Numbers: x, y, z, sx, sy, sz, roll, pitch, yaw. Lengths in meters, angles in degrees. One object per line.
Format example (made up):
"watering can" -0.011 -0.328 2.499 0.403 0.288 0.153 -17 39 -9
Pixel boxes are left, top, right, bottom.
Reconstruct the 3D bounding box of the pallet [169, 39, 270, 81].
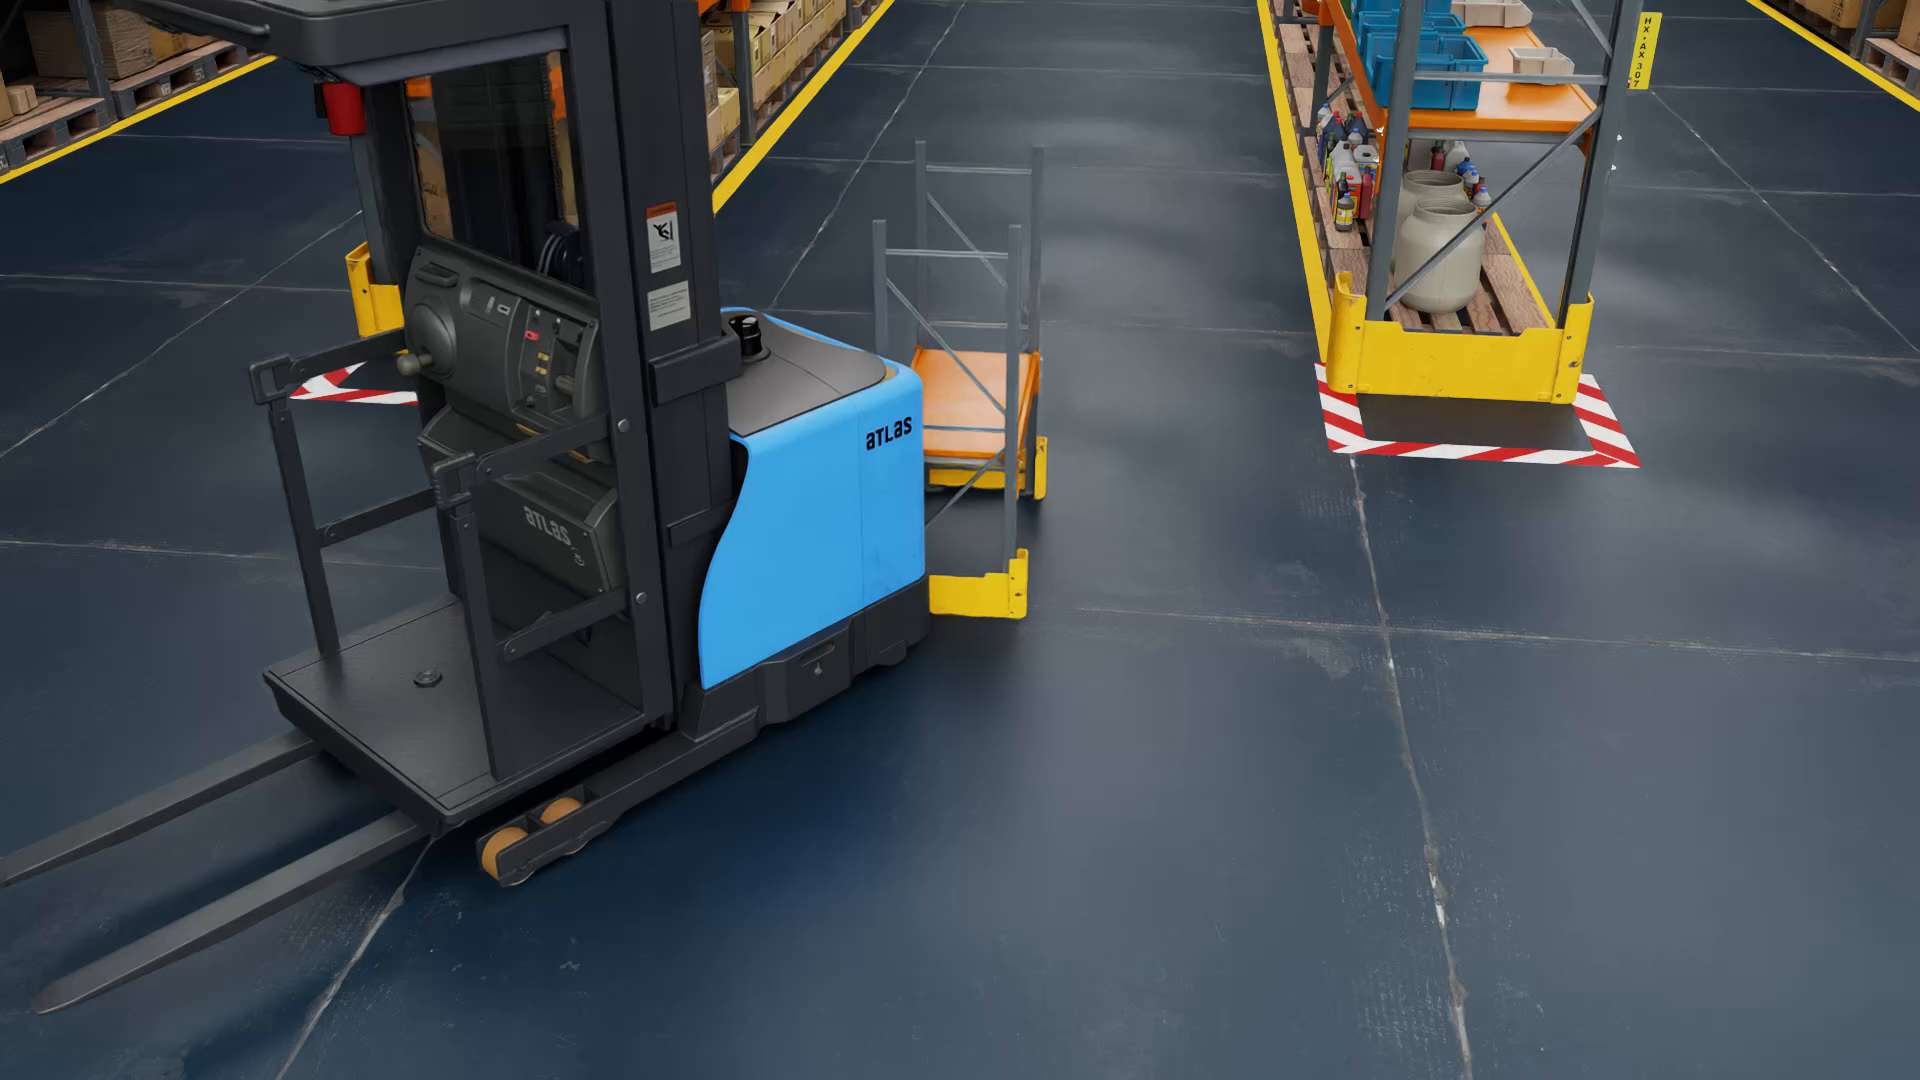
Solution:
"pallet" -6.668 -4.219 14.358 1.003 0.211 1.213 3 28 6

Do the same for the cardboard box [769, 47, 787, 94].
"cardboard box" -1.633 -3.608 12.741 0.500 0.250 0.500 4 29 7

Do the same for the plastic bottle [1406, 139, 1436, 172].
"plastic bottle" 2.957 -2.509 10.653 0.152 0.276 0.135 3 28 6

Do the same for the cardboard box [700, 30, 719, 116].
"cardboard box" -1.905 -3.057 10.926 0.500 0.500 0.500 3 28 6

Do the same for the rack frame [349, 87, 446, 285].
"rack frame" -2.482 -2.335 7.921 1.000 3.000 0.127 3 28 6

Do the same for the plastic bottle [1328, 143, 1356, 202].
"plastic bottle" 2.315 -2.223 10.043 0.144 0.351 0.185 5 29 8

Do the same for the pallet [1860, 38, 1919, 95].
"pallet" 8.232 -3.928 13.818 1.003 0.211 1.213 3 28 6

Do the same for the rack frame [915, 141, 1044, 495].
"rack frame" 0.074 -0.873 6.790 0.500 1.500 0.032 3 28 6

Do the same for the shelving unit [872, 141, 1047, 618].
"shelving unit" 0.016 -0.638 6.353 0.587 1.500 1.083 3 28 6

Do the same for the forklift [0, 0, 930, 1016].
"forklift" -1.483 -0.554 4.688 1.130 2.935 3.031 24 36 37

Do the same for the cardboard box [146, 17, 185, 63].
"cardboard box" -6.822 -4.191 13.538 0.700 0.500 0.500 3 28 5

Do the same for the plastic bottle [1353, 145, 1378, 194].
"plastic bottle" 2.487 -2.281 10.229 0.152 0.276 0.135 3 28 6

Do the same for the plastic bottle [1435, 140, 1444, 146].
"plastic bottle" 3.107 -2.545 10.641 0.144 0.351 0.185 2 28 4

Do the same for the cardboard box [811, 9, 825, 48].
"cardboard box" -1.449 -4.334 14.088 0.500 0.250 0.500 4 29 7

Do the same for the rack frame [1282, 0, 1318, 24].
"rack frame" 3.413 -5.811 14.374 1.000 3.000 0.127 3 28 6

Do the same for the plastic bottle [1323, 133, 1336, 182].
"plastic bottle" 2.328 -2.406 10.453 0.061 0.283 0.133 5 29 8

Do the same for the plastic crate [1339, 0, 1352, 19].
"plastic crate" 2.477 -3.212 9.773 0.450 0.188 0.662 3 28 6

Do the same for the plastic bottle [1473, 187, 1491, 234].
"plastic bottle" 2.965 -1.873 9.477 0.097 0.271 0.097 0 28 0

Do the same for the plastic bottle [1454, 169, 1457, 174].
"plastic bottle" 3.056 -2.194 10.147 0.097 0.201 0.097 0 28 0

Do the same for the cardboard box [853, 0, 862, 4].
"cardboard box" -1.163 -5.391 15.766 0.500 0.500 0.500 5 29 8

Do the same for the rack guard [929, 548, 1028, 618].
"rack guard" -0.042 0.147 6.214 0.587 0.250 0.087 3 28 6

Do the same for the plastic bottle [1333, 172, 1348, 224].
"plastic bottle" 2.219 -1.989 9.680 0.061 0.283 0.133 4 29 7

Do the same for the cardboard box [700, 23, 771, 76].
"cardboard box" -1.694 -3.619 12.170 0.500 0.311 0.500 3 29 6

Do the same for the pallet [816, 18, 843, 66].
"pallet" -1.642 -4.488 14.857 1.003 0.211 1.213 3 28 6

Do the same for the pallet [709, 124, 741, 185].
"pallet" -2.131 -2.618 11.387 1.003 0.211 1.213 3 28 6

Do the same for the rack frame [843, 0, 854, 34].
"rack frame" -1.502 -6.101 14.911 1.000 3.000 0.127 3 28 6

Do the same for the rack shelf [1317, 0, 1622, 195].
"rack shelf" 2.678 -2.670 9.302 1.077 0.370 4.000 3 28 6

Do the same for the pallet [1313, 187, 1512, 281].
"pallet" 2.653 -1.811 9.889 1.003 0.211 1.213 3 28 6

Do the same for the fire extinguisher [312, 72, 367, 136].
"fire extinguisher" -2.958 -2.272 7.886 0.296 0.674 0.183 3 28 6

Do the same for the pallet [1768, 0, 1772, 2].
"pallet" 8.799 -5.811 17.313 1.003 0.211 1.213 3 28 6

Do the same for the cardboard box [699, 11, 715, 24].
"cardboard box" -2.170 -3.891 12.676 0.500 0.311 0.500 4 29 8

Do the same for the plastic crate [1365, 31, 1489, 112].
"plastic crate" 2.197 -2.233 7.888 0.499 0.251 0.616 3 28 6

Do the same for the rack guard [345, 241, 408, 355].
"rack guard" -2.485 -1.223 8.493 1.175 0.500 0.348 3 28 6

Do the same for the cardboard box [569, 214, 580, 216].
"cardboard box" -2.138 -1.784 9.356 0.500 0.250 0.500 3 28 6

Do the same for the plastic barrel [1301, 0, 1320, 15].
"plastic barrel" 3.456 -5.272 15.218 0.600 0.830 0.708 3 28 6

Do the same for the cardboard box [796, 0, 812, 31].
"cardboard box" -1.507 -4.343 13.513 0.500 0.311 0.500 4 29 8

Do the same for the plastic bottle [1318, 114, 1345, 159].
"plastic bottle" 2.437 -2.644 10.904 0.152 0.276 0.135 4 29 8

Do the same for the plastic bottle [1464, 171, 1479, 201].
"plastic bottle" 3.007 -2.034 9.776 0.097 0.271 0.097 0 28 0

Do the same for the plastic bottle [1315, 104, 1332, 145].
"plastic bottle" 2.449 -2.796 11.190 0.097 0.271 0.097 0 28 0

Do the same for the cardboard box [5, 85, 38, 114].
"cardboard box" -6.945 -3.197 12.044 0.380 0.166 0.250 0 28 0

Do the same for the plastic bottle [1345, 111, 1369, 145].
"plastic bottle" 2.556 -2.591 10.726 0.144 0.351 0.185 3 28 6

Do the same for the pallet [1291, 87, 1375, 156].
"pallet" 2.981 -3.072 12.230 1.003 0.211 1.213 3 28 6

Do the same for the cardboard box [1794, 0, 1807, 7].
"cardboard box" 8.551 -5.515 15.622 1.225 0.875 0.875 3 29 6
